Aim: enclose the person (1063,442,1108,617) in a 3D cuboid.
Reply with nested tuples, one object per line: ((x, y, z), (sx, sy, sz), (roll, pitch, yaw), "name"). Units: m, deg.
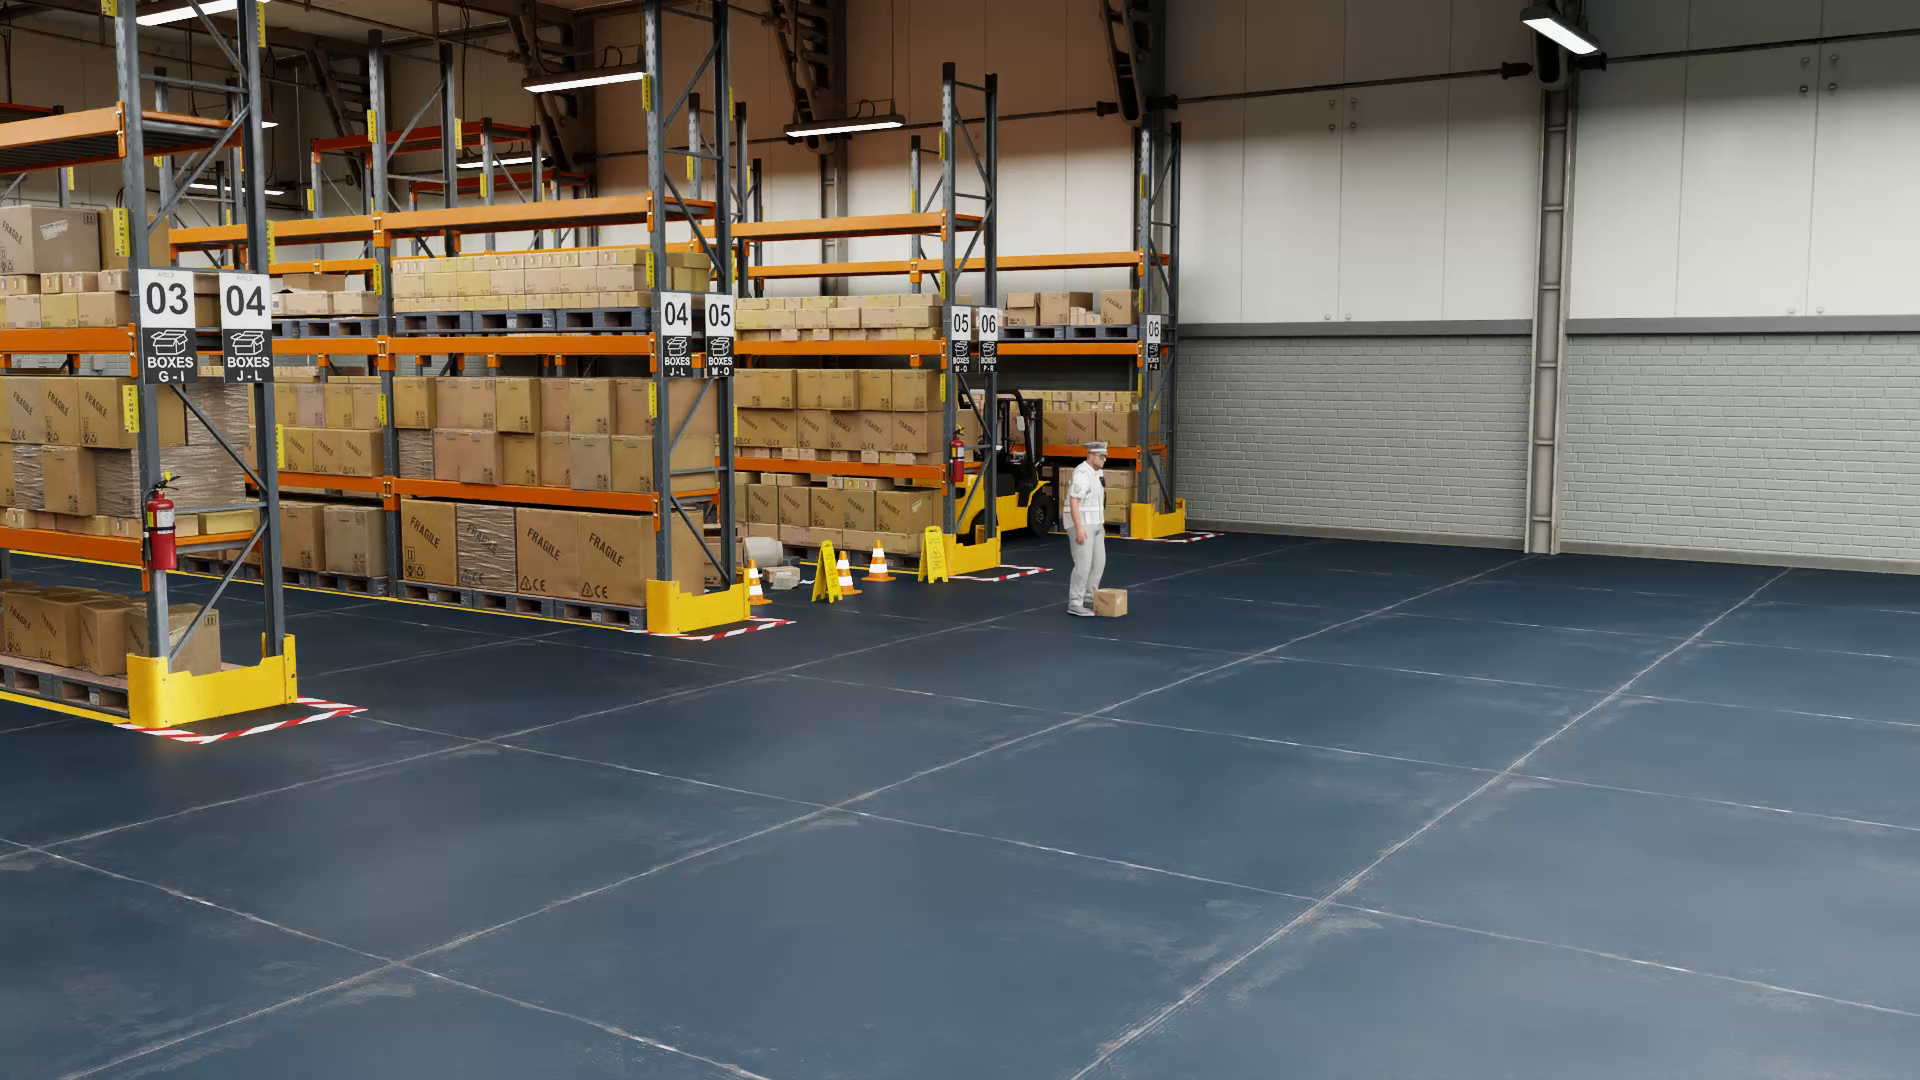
((1.288, -0.128, 16.909), (0.437, 1.747, 0.600), (4, 7, 30), "person")
